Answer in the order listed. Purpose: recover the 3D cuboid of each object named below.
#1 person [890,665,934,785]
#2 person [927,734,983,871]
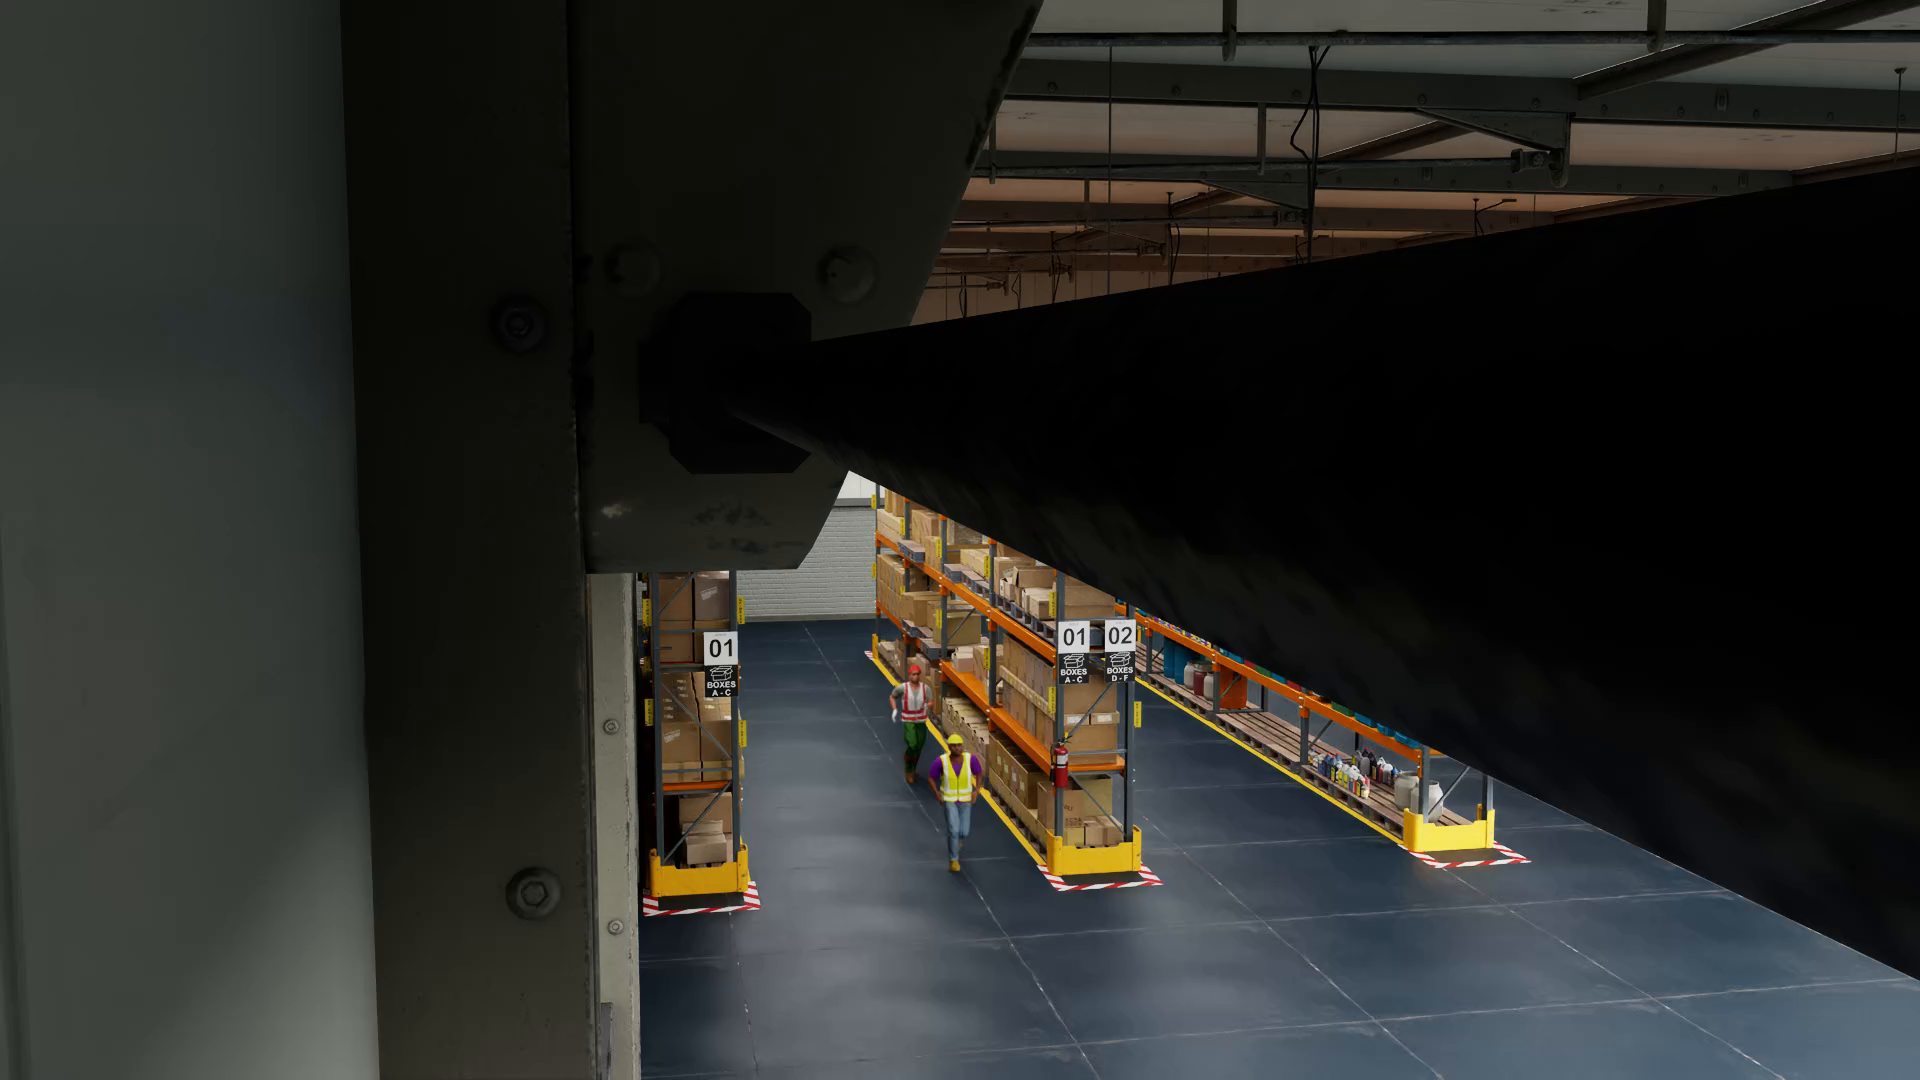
[{"bbox_3d":[-0.704,2.822,25.513,0.641,1.817,0.729,-2,6,-19],"label":"person"},{"bbox_3d":[-0.060,3.294,21.192,0.715,1.727,0.650,-1,6,-10],"label":"person"}]
